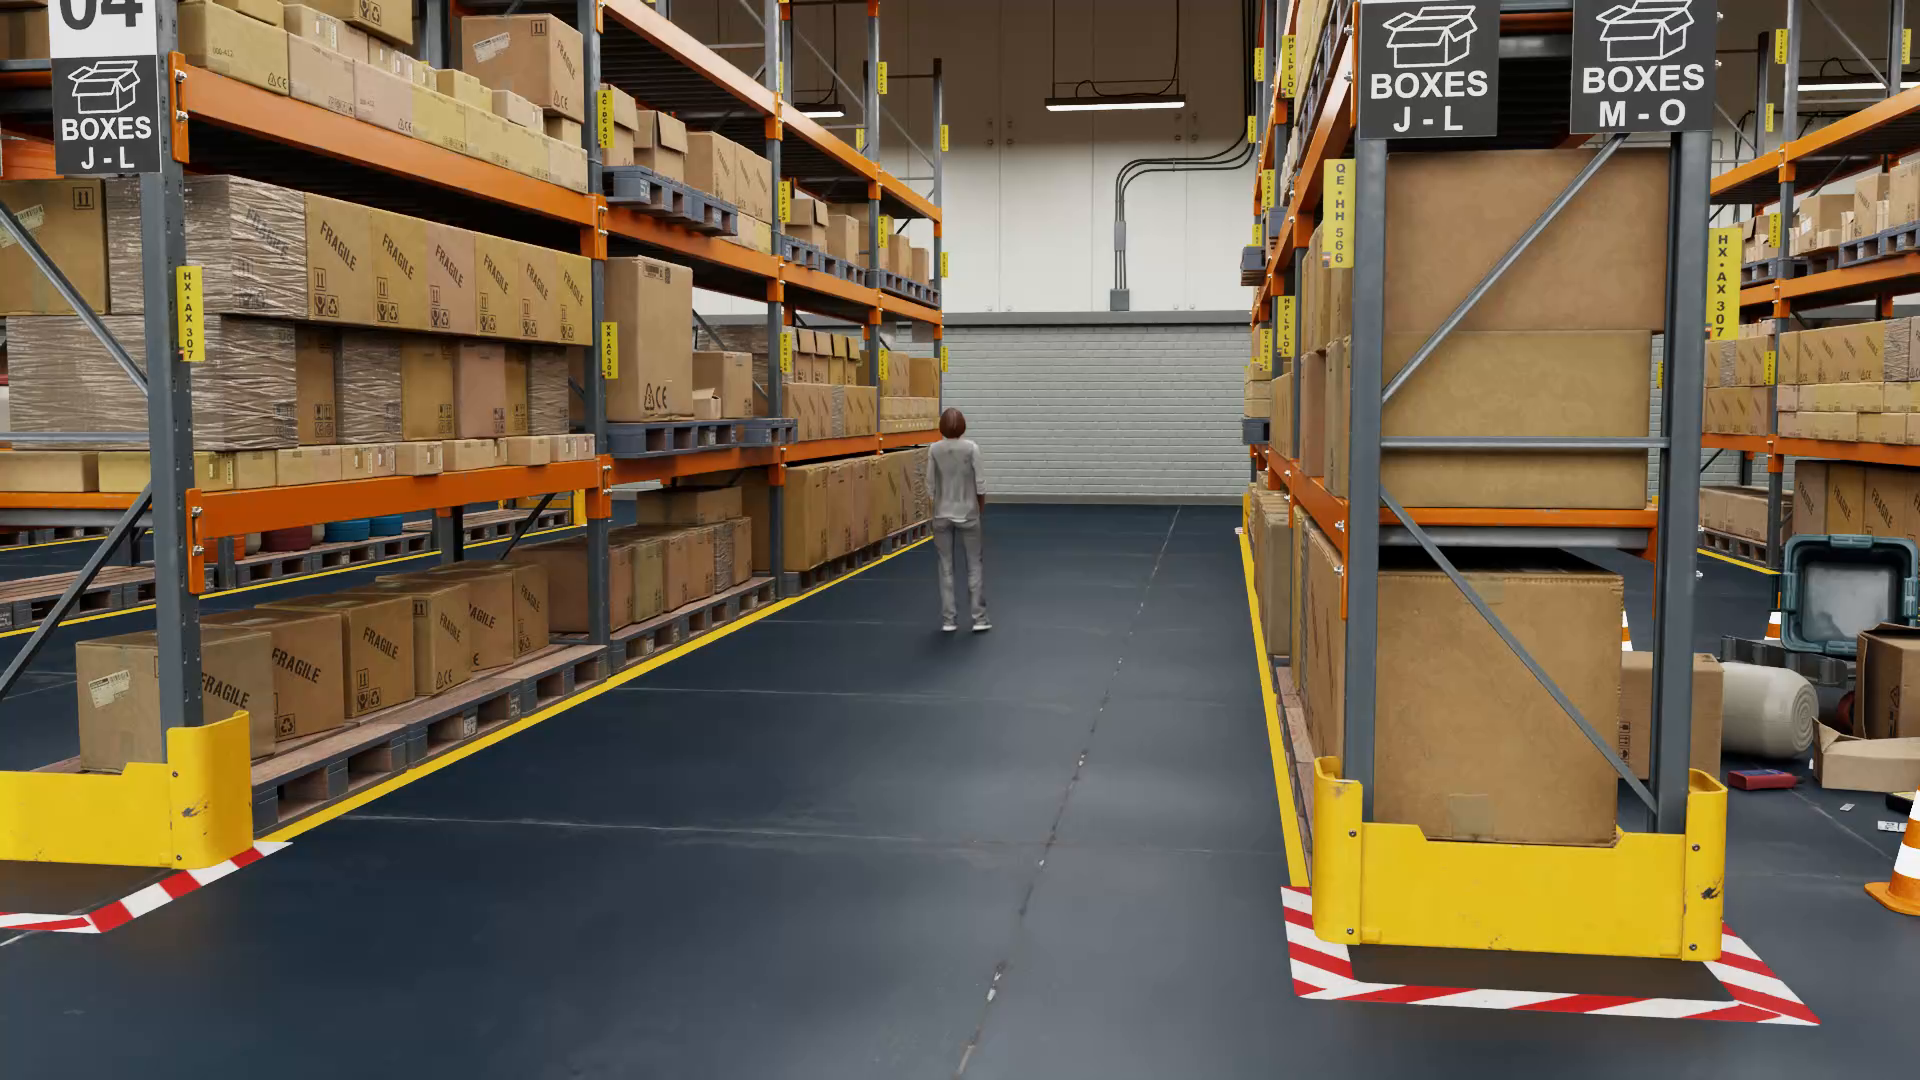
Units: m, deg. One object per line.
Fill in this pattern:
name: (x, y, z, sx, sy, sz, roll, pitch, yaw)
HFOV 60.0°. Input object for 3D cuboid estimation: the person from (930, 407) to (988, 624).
person: (-0.018, -0.181, 11.907, 0.435, 1.537, 0.417, 1, 5, 9)
